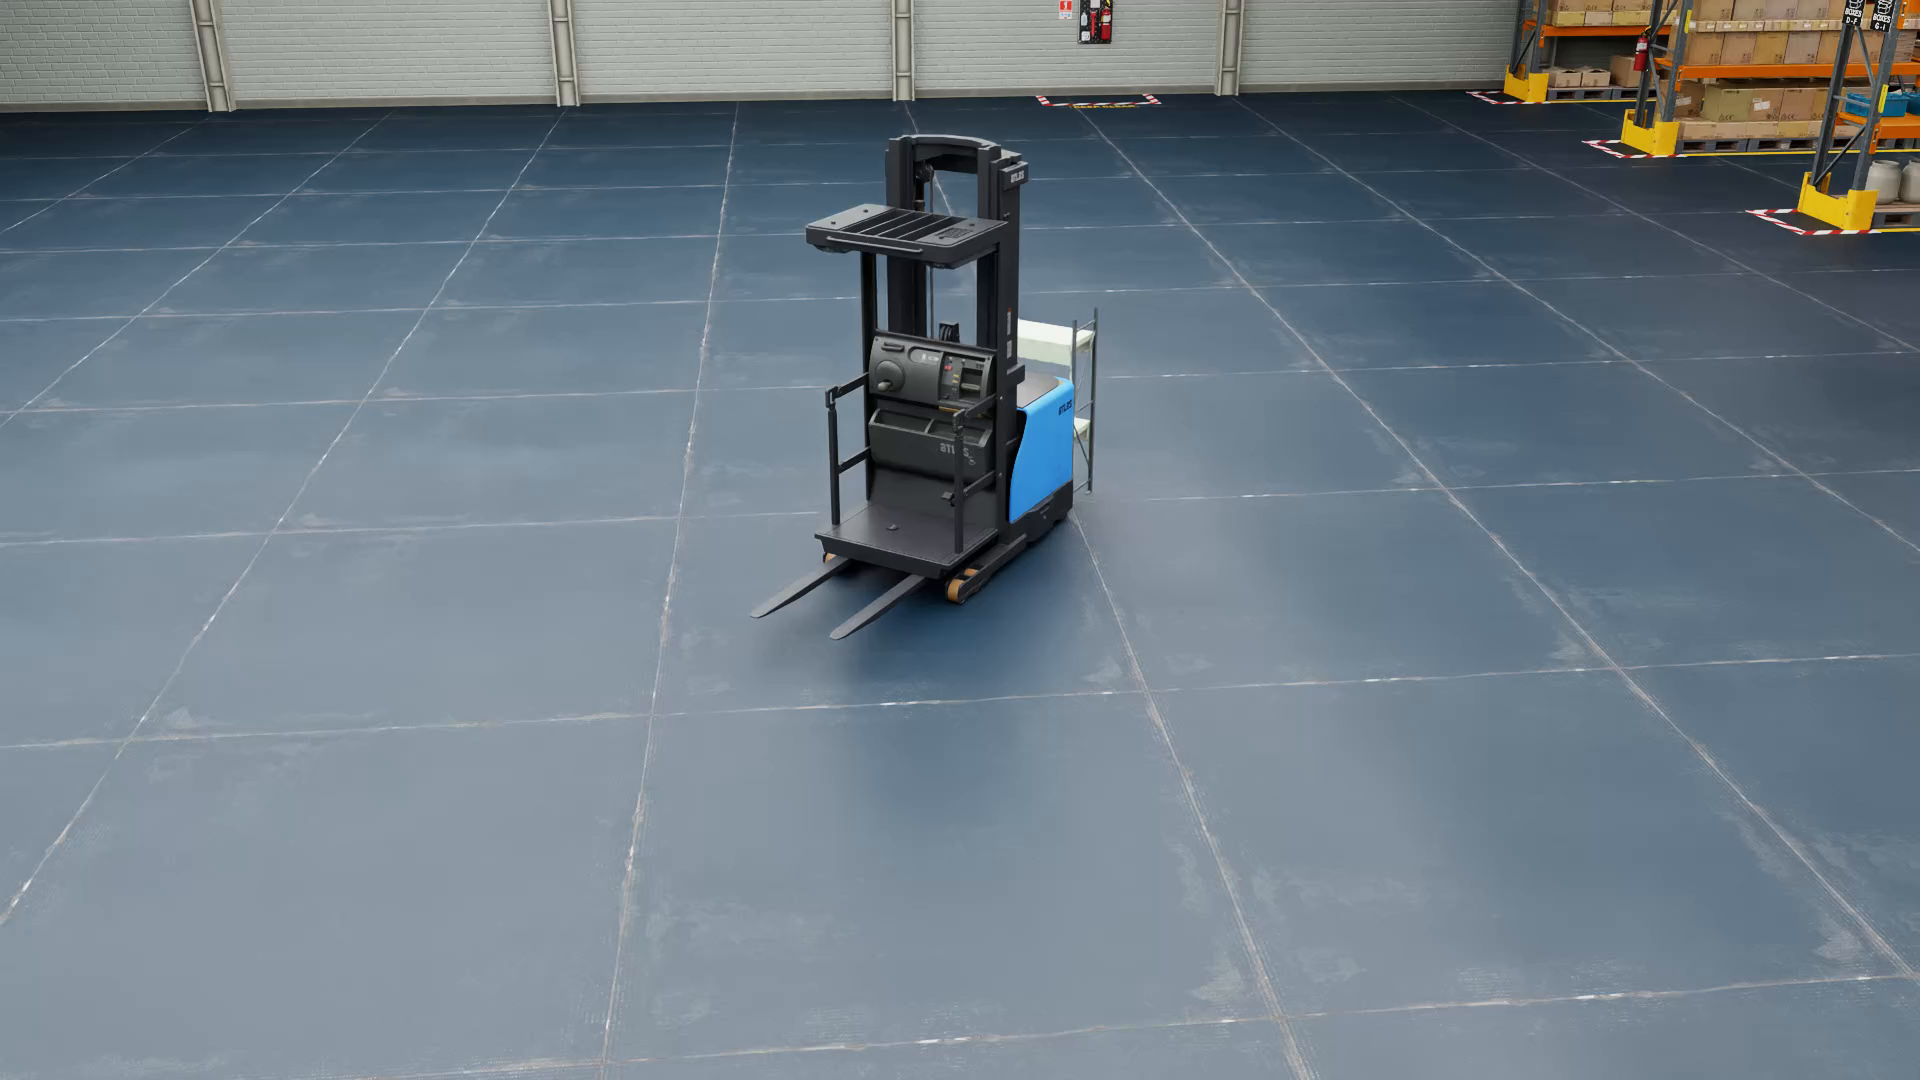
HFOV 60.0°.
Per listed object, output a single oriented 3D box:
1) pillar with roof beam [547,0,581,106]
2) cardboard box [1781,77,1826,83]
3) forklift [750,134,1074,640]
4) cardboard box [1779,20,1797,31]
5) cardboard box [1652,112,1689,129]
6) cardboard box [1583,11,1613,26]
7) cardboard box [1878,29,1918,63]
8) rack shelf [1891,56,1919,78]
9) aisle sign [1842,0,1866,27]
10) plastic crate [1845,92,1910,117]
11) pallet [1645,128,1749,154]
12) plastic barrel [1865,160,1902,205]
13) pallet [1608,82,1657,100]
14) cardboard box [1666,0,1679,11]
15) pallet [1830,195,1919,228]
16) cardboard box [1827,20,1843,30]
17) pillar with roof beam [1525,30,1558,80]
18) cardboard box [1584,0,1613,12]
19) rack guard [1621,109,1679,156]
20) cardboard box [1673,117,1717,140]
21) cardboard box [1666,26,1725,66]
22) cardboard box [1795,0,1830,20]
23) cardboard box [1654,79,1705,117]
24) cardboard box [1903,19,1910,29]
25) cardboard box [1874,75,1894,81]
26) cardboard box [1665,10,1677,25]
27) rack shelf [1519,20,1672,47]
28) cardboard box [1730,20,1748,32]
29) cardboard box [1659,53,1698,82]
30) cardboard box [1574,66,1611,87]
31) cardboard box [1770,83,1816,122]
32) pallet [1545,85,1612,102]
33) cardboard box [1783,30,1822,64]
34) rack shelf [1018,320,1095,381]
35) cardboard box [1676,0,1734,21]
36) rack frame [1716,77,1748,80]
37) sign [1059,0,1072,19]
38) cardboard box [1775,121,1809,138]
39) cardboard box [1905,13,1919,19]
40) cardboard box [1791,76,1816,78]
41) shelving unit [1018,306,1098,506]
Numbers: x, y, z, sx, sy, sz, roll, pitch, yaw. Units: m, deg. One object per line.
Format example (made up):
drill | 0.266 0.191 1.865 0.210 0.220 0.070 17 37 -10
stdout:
pillar with roof beam | -6.579 -10.176 24.065 0.400 9.000 9.100 -2 24 -5
cardboard box | 13.283 -7.019 26.294 0.500 0.500 0.500 -2 24 -5
forklift | -0.307 -1.119 11.160 1.130 2.935 3.031 13 27 27
cardboard box | 12.482 -7.836 25.266 0.250 0.149 0.380 -3 24 -6
cardboard box | 11.294 -6.590 26.251 0.500 0.250 0.500 -2 24 -5
cardboard box | 11.331 -9.374 29.806 0.500 0.250 0.500 -3 24 -7
cardboard box | 14.329 -7.698 25.754 0.500 0.500 0.700 -3 24 -7
rack shelf | 16.760 -7.424 26.146 4.000 0.370 1.077 -2 24 -5
aisle sign | 11.172 -6.816 20.692 0.004 0.787 0.394 -2 24 -5
plastic crate | 11.741 -5.584 21.303 0.616 0.251 0.499 -2 24 -5
pallet | 11.546 -6.287 26.134 1.213 0.211 1.003 -2 24 -5
plastic barrel | 11.920 -4.623 21.505 0.421 0.512 0.421 0 24 0
pallet | 12.398 -8.310 30.686 1.213 0.211 1.003 -2 24 -5
cardboard box | 12.841 -9.777 29.789 0.500 0.500 0.500 -3 24 -7
pallet | 12.152 -4.289 21.640 1.213 0.211 1.003 -2 24 -5
cardboard box | 13.257 -7.868 25.336 0.250 0.149 0.380 -2 24 -4
pillar with roof beam | 11.333 -10.894 25.681 0.400 9.000 9.100 -2 24 -5
cardboard box | 11.296 -9.712 29.644 0.500 0.500 0.500 -2 24 -5
rack guard | 10.765 -6.370 25.966 0.348 0.500 1.175 -2 24 -5
cardboard box | 11.345 -6.380 25.780 0.500 0.250 0.500 -2 24 -5
cardboard box | 11.255 -7.573 25.471 0.500 0.500 0.700 -2 24 -5
cardboard box | 12.831 -8.231 25.355 0.500 0.500 0.700 -2 24 -5
cardboard box | 11.294 -6.933 26.100 0.500 0.500 0.500 -2 24 -5
cardboard box | 14.274 -7.909 25.428 0.250 0.149 0.380 -3 24 -6
cardboard box | 17.025 -8.870 31.049 0.500 0.500 0.700 -2 24 -5
cardboard box | 12.842 -9.431 29.936 0.500 0.250 0.500 -2 24 -5
rack shelf | 12.289 -9.267 30.291 4.000 0.370 1.077 -2 24 -5
cardboard box | 11.712 -7.805 25.195 0.250 0.149 0.380 -2 24 -5
cardboard box | 13.250 -8.676 30.613 0.500 0.500 0.500 -4 24 -9
cardboard box | 11.563 -8.502 30.453 0.500 0.311 0.500 0 24 -1
cardboard box | 12.838 -6.782 25.760 0.500 0.500 0.500 -2 24 -5
pallet | 11.186 -8.262 30.579 1.213 0.211 1.003 -2 24 -5
cardboard box | 12.795 -7.635 25.612 0.500 0.500 0.700 -2 24 -4
rack shelf | 0.616 -1.432 12.664 0.720 0.370 0.431 13 27 27
cardboard box | 11.308 -8.167 25.212 0.500 0.500 0.700 -2 24 -5
rack frame | 14.279 -9.675 30.324 0.127 3.000 1.000 -2 24 -5
sign | 1.916 -9.606 30.125 0.234 0.329 0.001 -2 24 -5
cardboard box | 12.838 -6.439 25.913 0.500 0.250 0.500 -2 24 -5
cardboard box | 14.329 -8.291 25.491 0.500 0.500 0.700 -2 24 -5
cardboard box | 15.519 -8.811 30.916 0.500 0.500 0.700 -3 24 -6
shelving unit | 0.616 -1.075 12.823 0.755 1.500 0.431 13 27 27
